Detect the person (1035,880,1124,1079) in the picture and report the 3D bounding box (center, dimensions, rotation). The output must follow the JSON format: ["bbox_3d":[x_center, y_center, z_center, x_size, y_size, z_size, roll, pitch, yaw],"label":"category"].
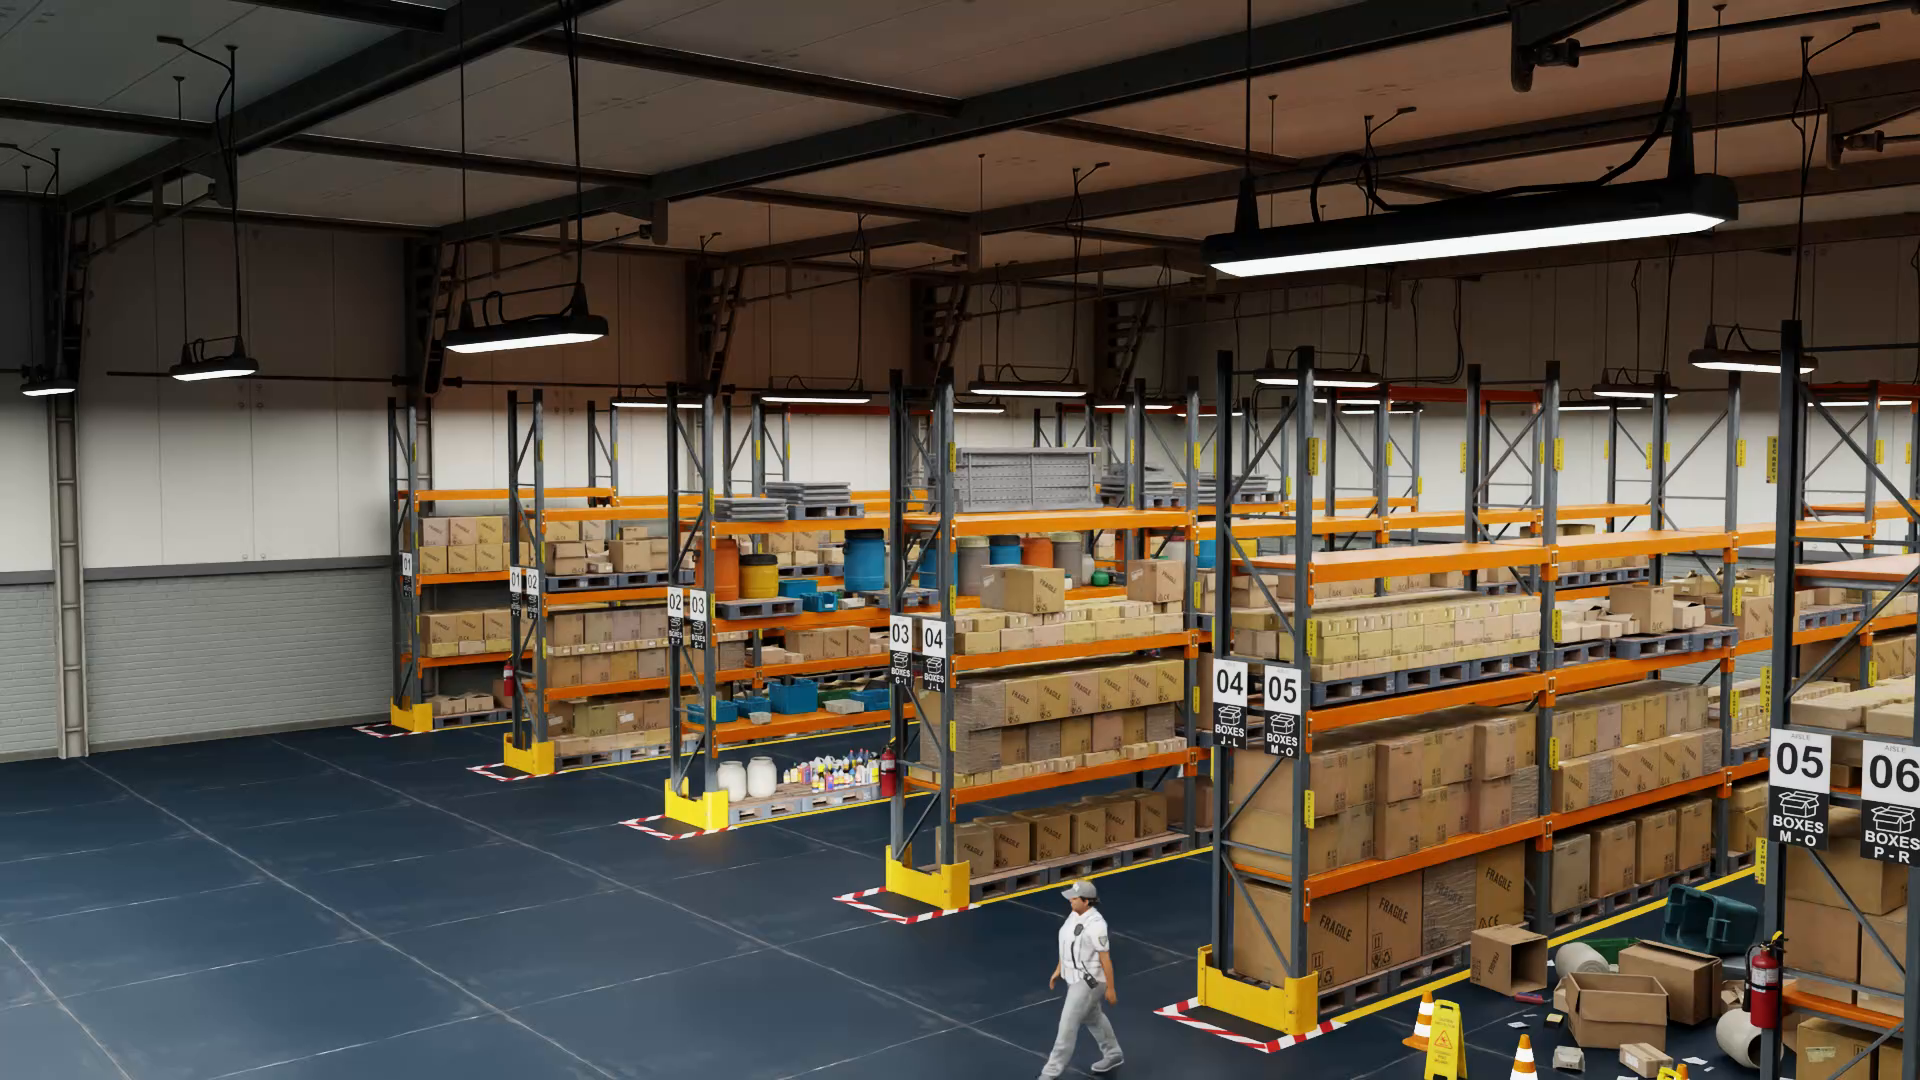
[{"bbox_3d":[0.924,3.553,13.447,0.951,1.611,0.510,-1,3,-17],"label":"person"}]
